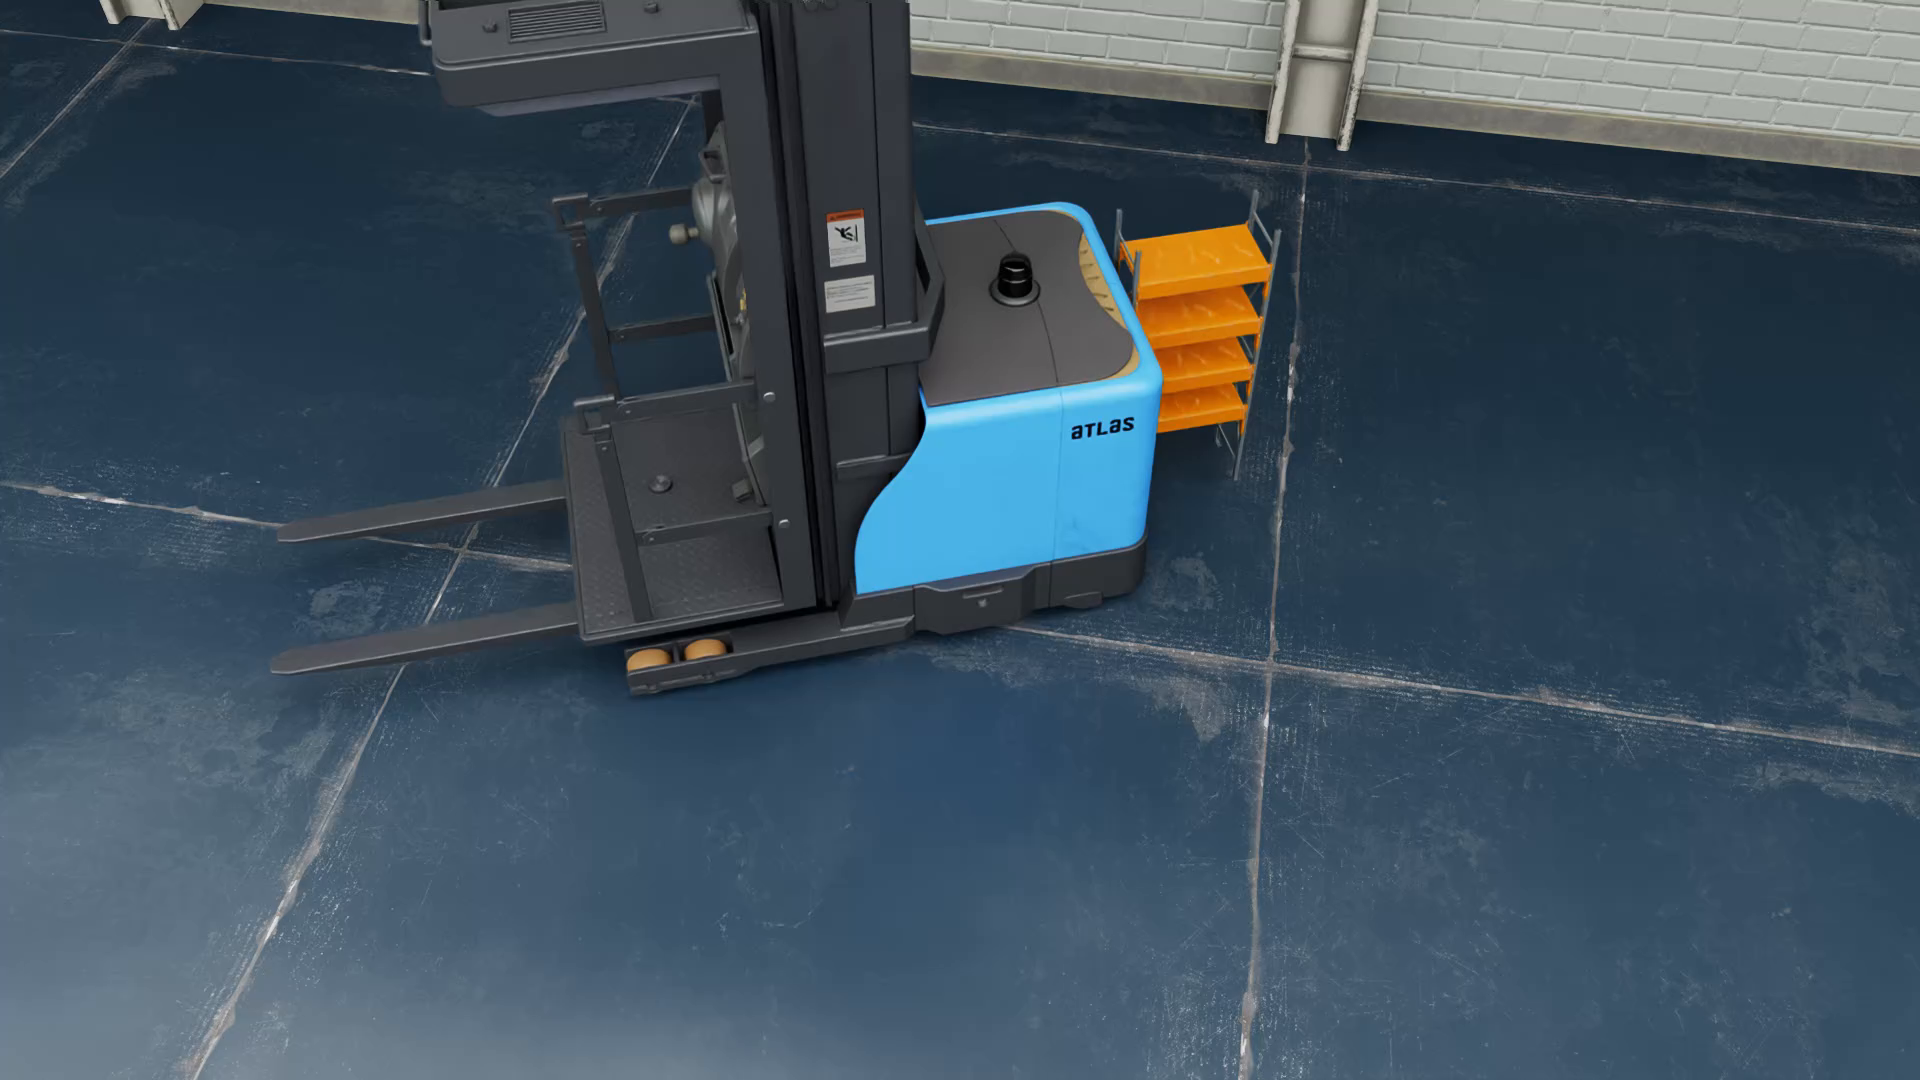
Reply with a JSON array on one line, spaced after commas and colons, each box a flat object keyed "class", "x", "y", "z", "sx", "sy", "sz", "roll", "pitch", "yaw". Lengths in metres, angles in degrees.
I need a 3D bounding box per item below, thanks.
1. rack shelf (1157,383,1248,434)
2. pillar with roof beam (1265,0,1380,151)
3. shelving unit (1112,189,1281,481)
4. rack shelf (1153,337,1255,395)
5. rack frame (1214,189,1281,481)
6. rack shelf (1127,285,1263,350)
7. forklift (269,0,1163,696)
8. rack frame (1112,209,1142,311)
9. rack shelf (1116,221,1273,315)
[{"class": "rack shelf", "x": 0.804, "y": -0.499, "z": 6.249, "sx": 0.480, "sy": 0.148, "sz": 0.258, "roll": -10, "pitch": 49, "yaw": -9}, {"class": "pillar with roof beam", "x": 0.917, "y": -1.846, "z": 1.859, "sx": 0.400, "sy": 9.000, "sz": 9.100, "roll": 8, "pitch": 49, "yaw": 7}, {"class": "shelving unit", "x": 0.804, "y": -0.677, "z": 6.051, "sx": 0.503, "sy": 1.200, "sz": 0.258, "roll": -10, "pitch": 49, "yaw": -9}, {"class": "rack shelf", "x": 0.804, "y": -0.632, "z": 6.102, "sx": 0.480, "sy": 0.148, "sz": 0.258, "roll": -10, "pitch": 49, "yaw": -9}, {"class": "rack frame", "x": 1.042, "y": -0.718, "z": 6.088, "sx": 0.015, "sy": 1.200, "sz": 0.240, "roll": -10, "pitch": 49, "yaw": -9}, {"class": "rack shelf", "x": 0.804, "y": -0.781, "z": 5.935, "sx": 0.480, "sy": 0.148, "sz": 0.258, "roll": -10, "pitch": 49, "yaw": -9}, {"class": "forklift", "x": -0.906, "y": -0.881, "z": 5.071, "sx": 3.031, "sy": 2.935, "sz": 1.130, "roll": -10, "pitch": 49, "yaw": -9}, {"class": "rack frame", "x": 0.567, "y": -0.636, "z": 6.015, "sx": 0.015, "sy": 1.200, "sz": 0.240, "roll": -10, "pitch": 49, "yaw": -9}, {"class": "rack shelf", "x": 0.804, "y": -0.939, "z": 5.759, "sx": 0.480, "sy": 0.148, "sz": 0.258, "roll": -10, "pitch": 49, "yaw": -9}]
